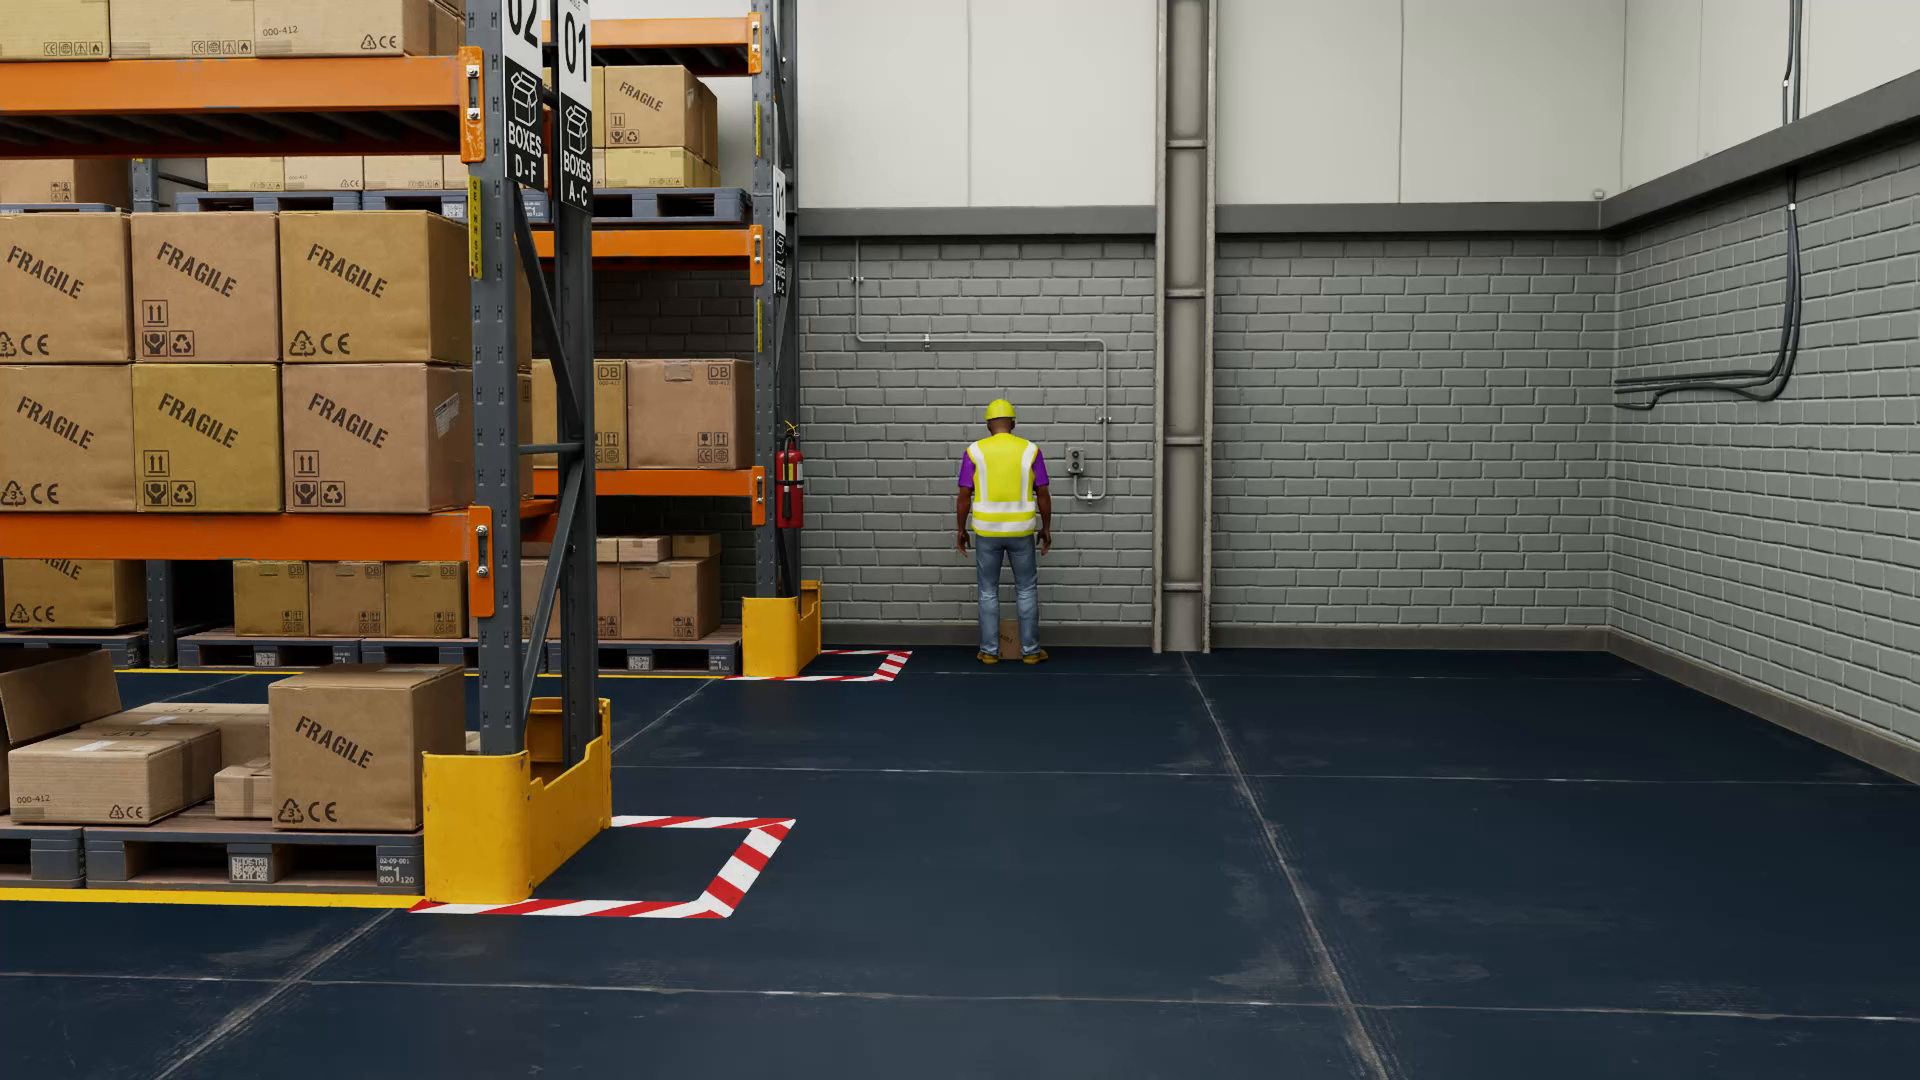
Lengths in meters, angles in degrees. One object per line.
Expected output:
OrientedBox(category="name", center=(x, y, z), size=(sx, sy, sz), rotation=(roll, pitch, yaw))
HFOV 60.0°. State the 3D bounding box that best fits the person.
OrientedBox(category="person", center=(0.294, -0.060, 11.098), size=(0.635, 1.760, 0.457), rotation=(0, 4, 0))
